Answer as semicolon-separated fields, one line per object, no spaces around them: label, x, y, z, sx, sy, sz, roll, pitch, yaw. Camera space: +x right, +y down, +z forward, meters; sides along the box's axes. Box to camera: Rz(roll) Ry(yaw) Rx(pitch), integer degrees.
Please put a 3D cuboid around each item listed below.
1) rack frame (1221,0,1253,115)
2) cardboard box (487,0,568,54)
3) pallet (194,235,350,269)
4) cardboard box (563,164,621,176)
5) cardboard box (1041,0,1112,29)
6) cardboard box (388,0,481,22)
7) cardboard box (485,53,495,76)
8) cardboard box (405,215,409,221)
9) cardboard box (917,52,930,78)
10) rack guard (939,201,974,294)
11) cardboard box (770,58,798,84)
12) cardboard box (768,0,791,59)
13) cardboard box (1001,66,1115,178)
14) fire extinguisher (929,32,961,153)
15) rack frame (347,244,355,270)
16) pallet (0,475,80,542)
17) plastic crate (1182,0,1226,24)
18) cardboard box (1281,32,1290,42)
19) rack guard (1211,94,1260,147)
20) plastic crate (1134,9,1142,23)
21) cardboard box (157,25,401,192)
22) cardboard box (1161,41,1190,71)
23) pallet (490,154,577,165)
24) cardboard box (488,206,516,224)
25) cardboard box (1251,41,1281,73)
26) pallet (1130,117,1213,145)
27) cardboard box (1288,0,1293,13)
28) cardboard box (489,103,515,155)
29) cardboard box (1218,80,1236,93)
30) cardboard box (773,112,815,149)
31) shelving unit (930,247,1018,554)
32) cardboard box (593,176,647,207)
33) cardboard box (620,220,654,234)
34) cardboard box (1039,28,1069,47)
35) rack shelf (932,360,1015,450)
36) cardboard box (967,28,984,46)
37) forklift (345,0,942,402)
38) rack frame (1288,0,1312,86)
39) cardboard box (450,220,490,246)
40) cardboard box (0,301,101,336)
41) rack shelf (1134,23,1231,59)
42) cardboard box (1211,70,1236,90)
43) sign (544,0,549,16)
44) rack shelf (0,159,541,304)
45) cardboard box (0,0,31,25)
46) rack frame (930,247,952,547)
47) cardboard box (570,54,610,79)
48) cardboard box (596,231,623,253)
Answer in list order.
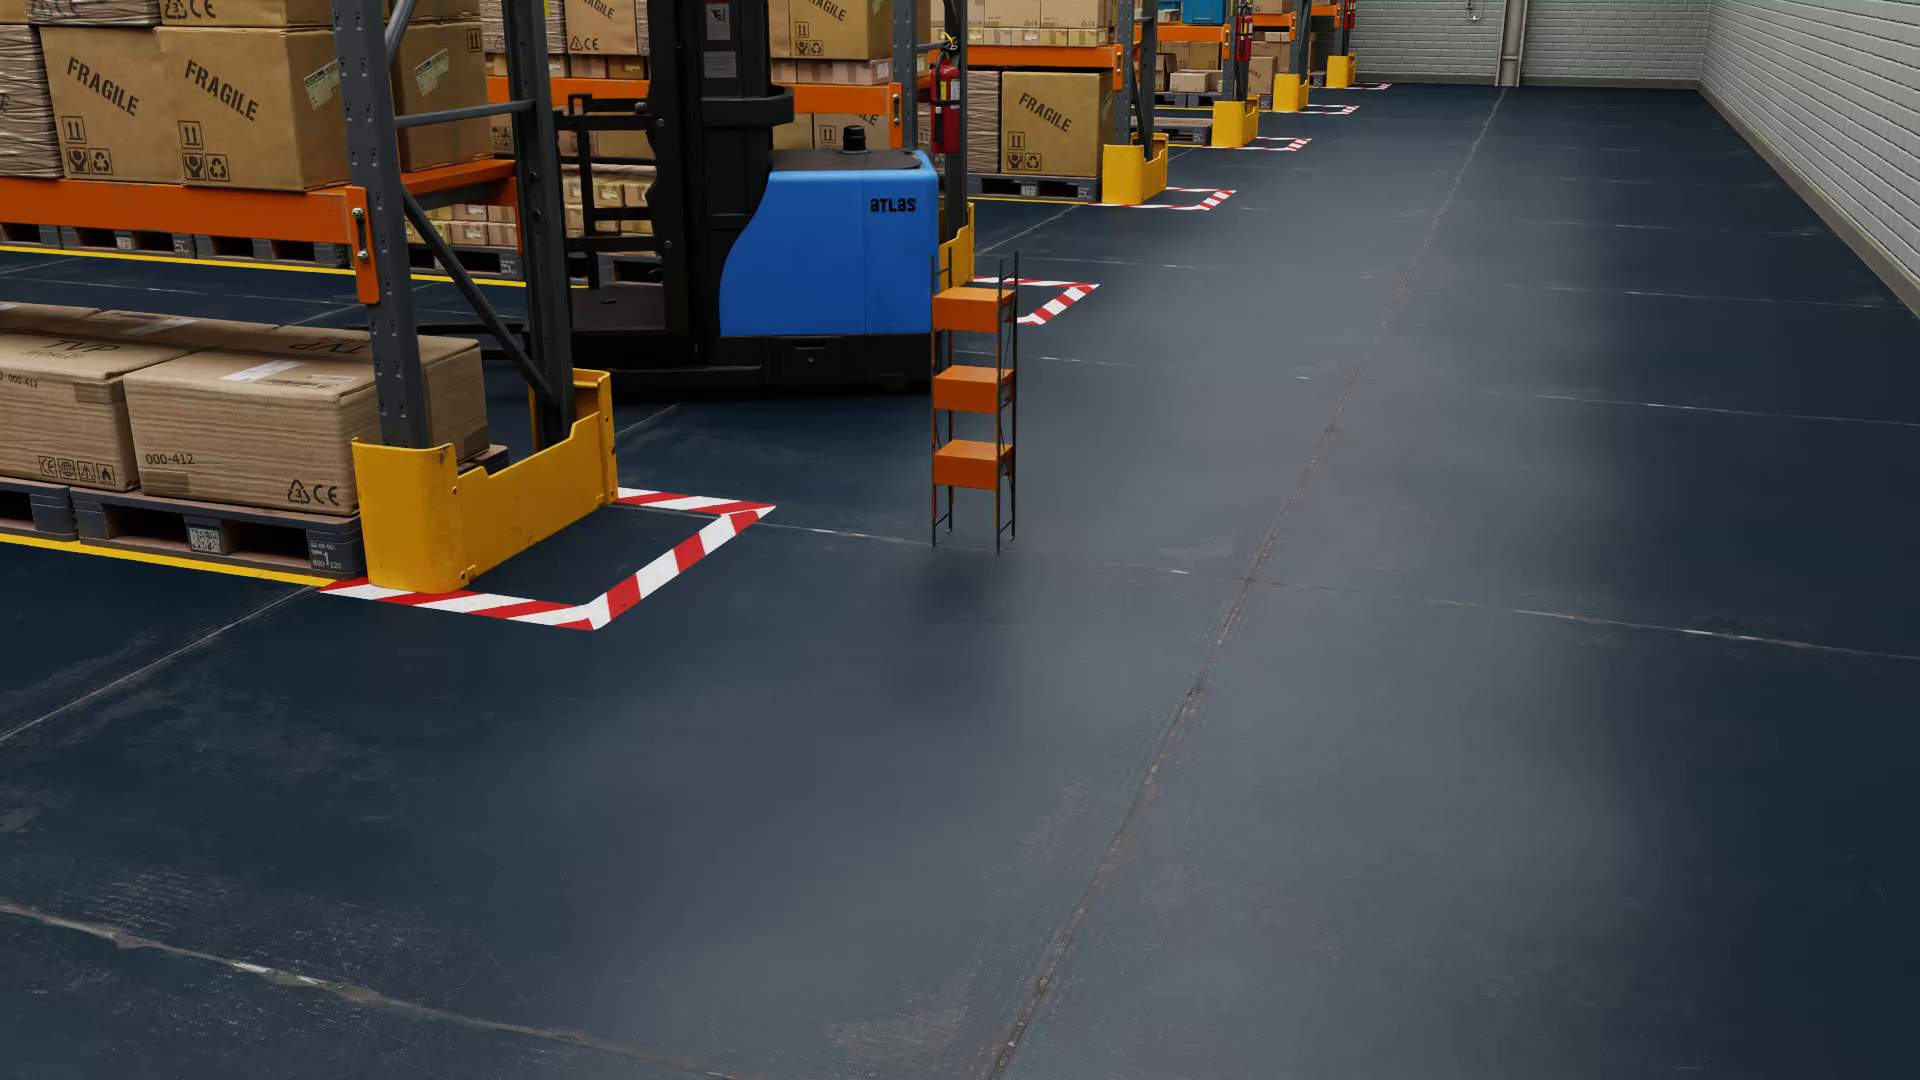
rack frame;3.175;-6.052;18.882;0.127;3.000;1.000;7;20;18
cardboard box;-2.633;-3.352;10.532;0.500;0.500;0.500;6;20;17
pallet;-4.688;-2.180;12.009;1.213;0.211;1.003;7;20;18
cardboard box;-2.533;-2.496;11.469;0.250;0.149;0.380;6;20;15
cardboard box;1.005;-4.552;14.353;0.500;0.250;0.500;6;20;17
cardboard box;-2.062;-2.091;5.846;0.500;0.500;0.500;6;20;17
cardboard box;-2.999;-3.114;10.833;0.250;0.149;0.380;6;20;16
cardboard box;-3.714;-2.267;11.264;0.250;0.149;0.380;8;21;21
cardboard box;-0.372;-2.999;10.505;0.250;0.149;0.380;6;20;18
rack guard;-0.245;-1.809;10.506;0.348;0.500;1.175;7;20;18
cardboard box;-1.039;-2.871;10.136;0.250;0.149;0.380;6;20;18
cardboard box;-1.167;-3.194;10.079;0.500;0.500;0.500;6;20;17
cardboard box;0.919;-3.752;14.871;0.875;0.875;0.875;7;20;18
fire extinguisher;-0.087;-2.598;9.655;0.183;0.674;0.296;7;20;18
rack frame;-3.952;-3.413;11.311;0.127;3.000;1.000;7;20;18
pallet;-3.632;-0.309;6.641;1.213;0.211;1.003;7;20;18
plastic crate;2.798;-6.075;18.803;0.499;0.435;0.616;7;20;18
cardboard box;5.551;-8.459;27.959;0.250;0.149;0.380;6;20;17
rack guard;3.202;-4.873;19.297;0.348;0.500;1.175;7;20;18
plastic crate;2.076;-6.024;19.109;0.243;0.136;0.396;7;20;18
cardboard box;-2.245;-1.448;5.521;0.500;0.500;0.500;7;20;18
cardboard box;3.794;-8.415;28.819;0.500;0.500;0.700;6;20;18
pallet;-4.139;-3.819;16.711;1.213;0.211;1.003;7;20;18
cardboard box;-2.950;-2.222;11.136;0.250;0.149;0.380;5;20;15
cardboard box;5.260;-8.249;28.344;0.500;0.500;0.700;6;20;18
pallet;2.409;-4.837;19.631;1.213;0.211;1.003;7;20;18
cardboard box;4.472;-7.769;23.655;0.500;0.500;0.500;7;20;19
cardboard box;-4.523;-4.392;16.708;0.875;0.875;1.225;7;20;18
cardboard box;3.857;-6.516;23.847;0.250;0.166;0.380;7;20;18
cardboard box;-1.631;-4.043;15.708;0.875;0.875;0.875;7;20;18
shelving unit;0.051;-0.490;5.887;0.252;1.050;0.215;7;20;18
cardboard box;-2.227;-2.268;10.814;0.250;0.149;0.380;7;20;18
cardboard box;-1.986;-2.083;10.736;0.250;0.149;0.380;8;21;21
cardboard box;0.859;-4.357;14.401;0.250;0.149;0.380;7;20;19
rack shelf;0.051;-0.480;5.890;0.240;0.259;0.215;7;20;18
cardboard box;0.140;-4.440;14.637;0.250;0.149;0.380;6;20;17
forklift;-1.631;-2.217;7.984;3.031;2.935;1.130;-1;19;-4
rack frame;4.804;-7.592;23.299;0.127;3.000;1.000;7;20;18
cardboard box;-3.210;-2.087;11.198;0.250;0.149;0.380;6;20;18
cardboard box;-4.077;-0.654;6.649;0.875;0.438;0.875;6;20;16
rack shelf;1.286;-5.929;19.620;4.000;0.370;1.077;7;20;18
cardboard box;3.911;-6.702;24.256;0.500;0.250;0.500;7;20;18
sign;-1.515;-2.049;5.962;0.005;0.325;0.100;7;20;18
rack shelf;-3.592;-1.307;6.363;4.000;0.370;1.077;7;20;18
cardboard box;-3.205;-2.030;5.672;0.500;0.500;0.500;6;20;18
rack frame;-0.065;-0.503;5.925;0.008;1.050;0.200;7;20;18
cardboard box;-2.263;-3.020;10.566;0.250;0.149;0.380;7;21;20
cardboard box;-2.201;-1.994;10.932;0.250;0.149;0.380;7;20;20
